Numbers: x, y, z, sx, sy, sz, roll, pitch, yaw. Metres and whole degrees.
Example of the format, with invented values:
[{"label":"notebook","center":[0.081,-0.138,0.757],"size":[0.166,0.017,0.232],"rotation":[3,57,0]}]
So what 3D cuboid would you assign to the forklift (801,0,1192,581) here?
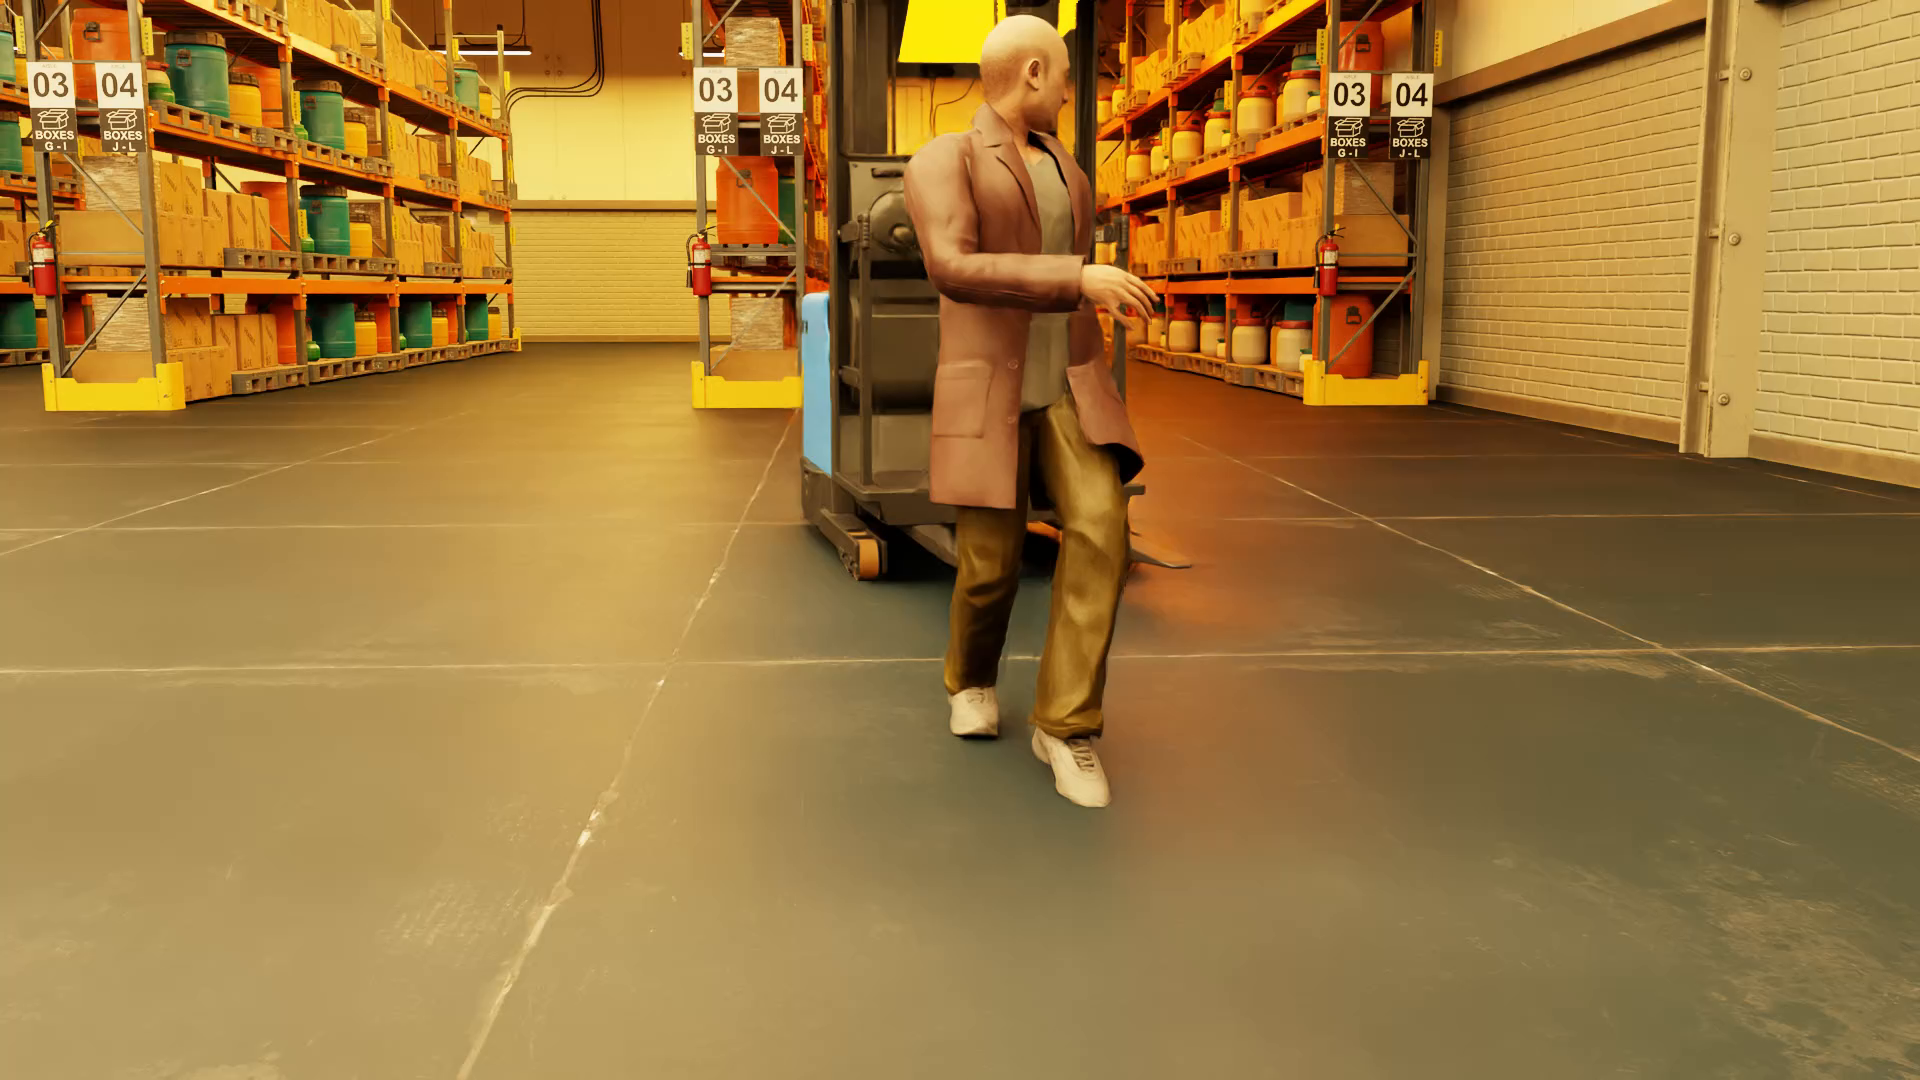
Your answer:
[{"label":"forklift","center":[0.071,-1.353,6.445],"size":[1.130,2.935,3.031],"rotation":[-2,9,-13]}]

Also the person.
[{"label":"person","center":[0.156,-0.331,3.870],"size":[0.613,1.727,1.010],"rotation":[-3,9,-22]}]
